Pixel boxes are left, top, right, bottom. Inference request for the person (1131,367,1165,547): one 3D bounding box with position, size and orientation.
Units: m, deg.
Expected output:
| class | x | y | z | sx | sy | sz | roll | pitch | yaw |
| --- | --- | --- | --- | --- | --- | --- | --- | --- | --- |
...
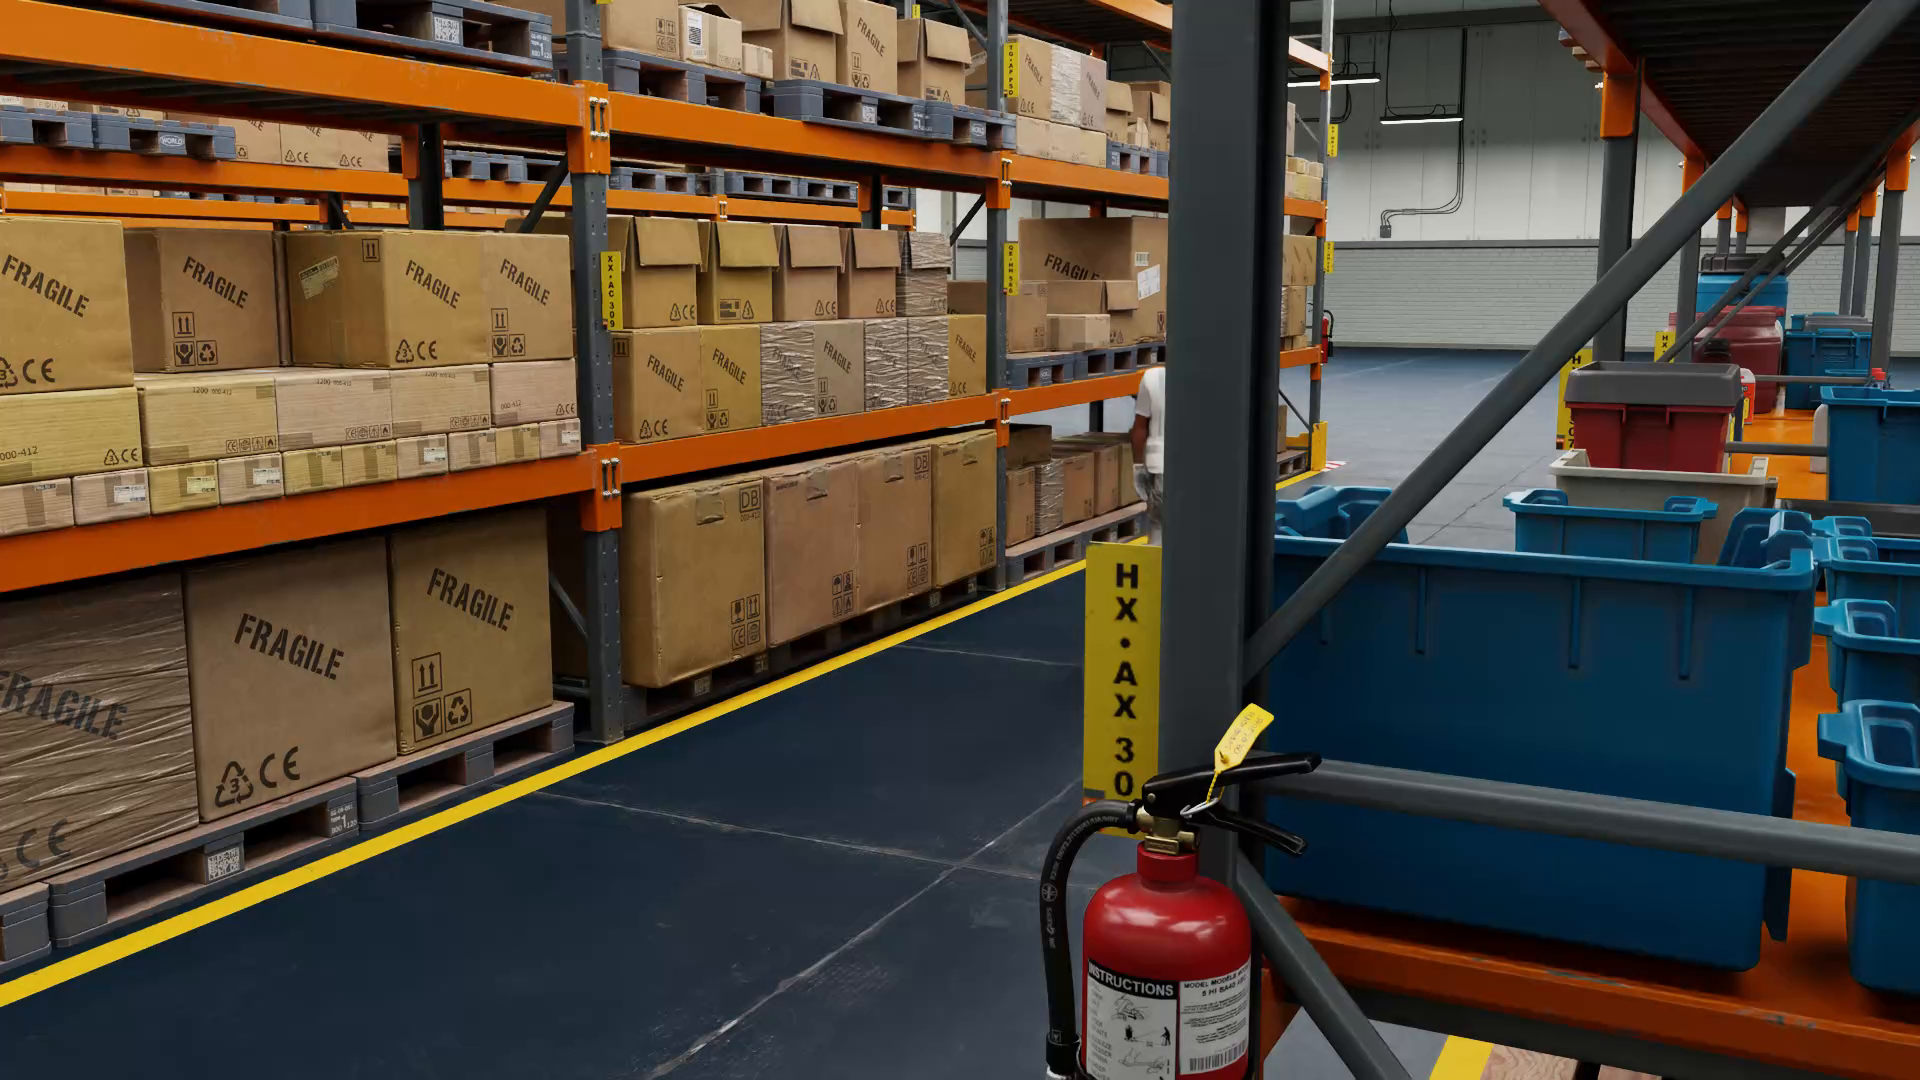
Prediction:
| class | x | y | z | sx | sy | sz | roll | pitch | yaw |
| --- | --- | --- | --- | --- | --- | --- | --- | --- | --- |
| person | 1.295 | -0.376 | 9.654 | 0.558 | 1.826 | 0.480 | 3 | 9 | 18 |
